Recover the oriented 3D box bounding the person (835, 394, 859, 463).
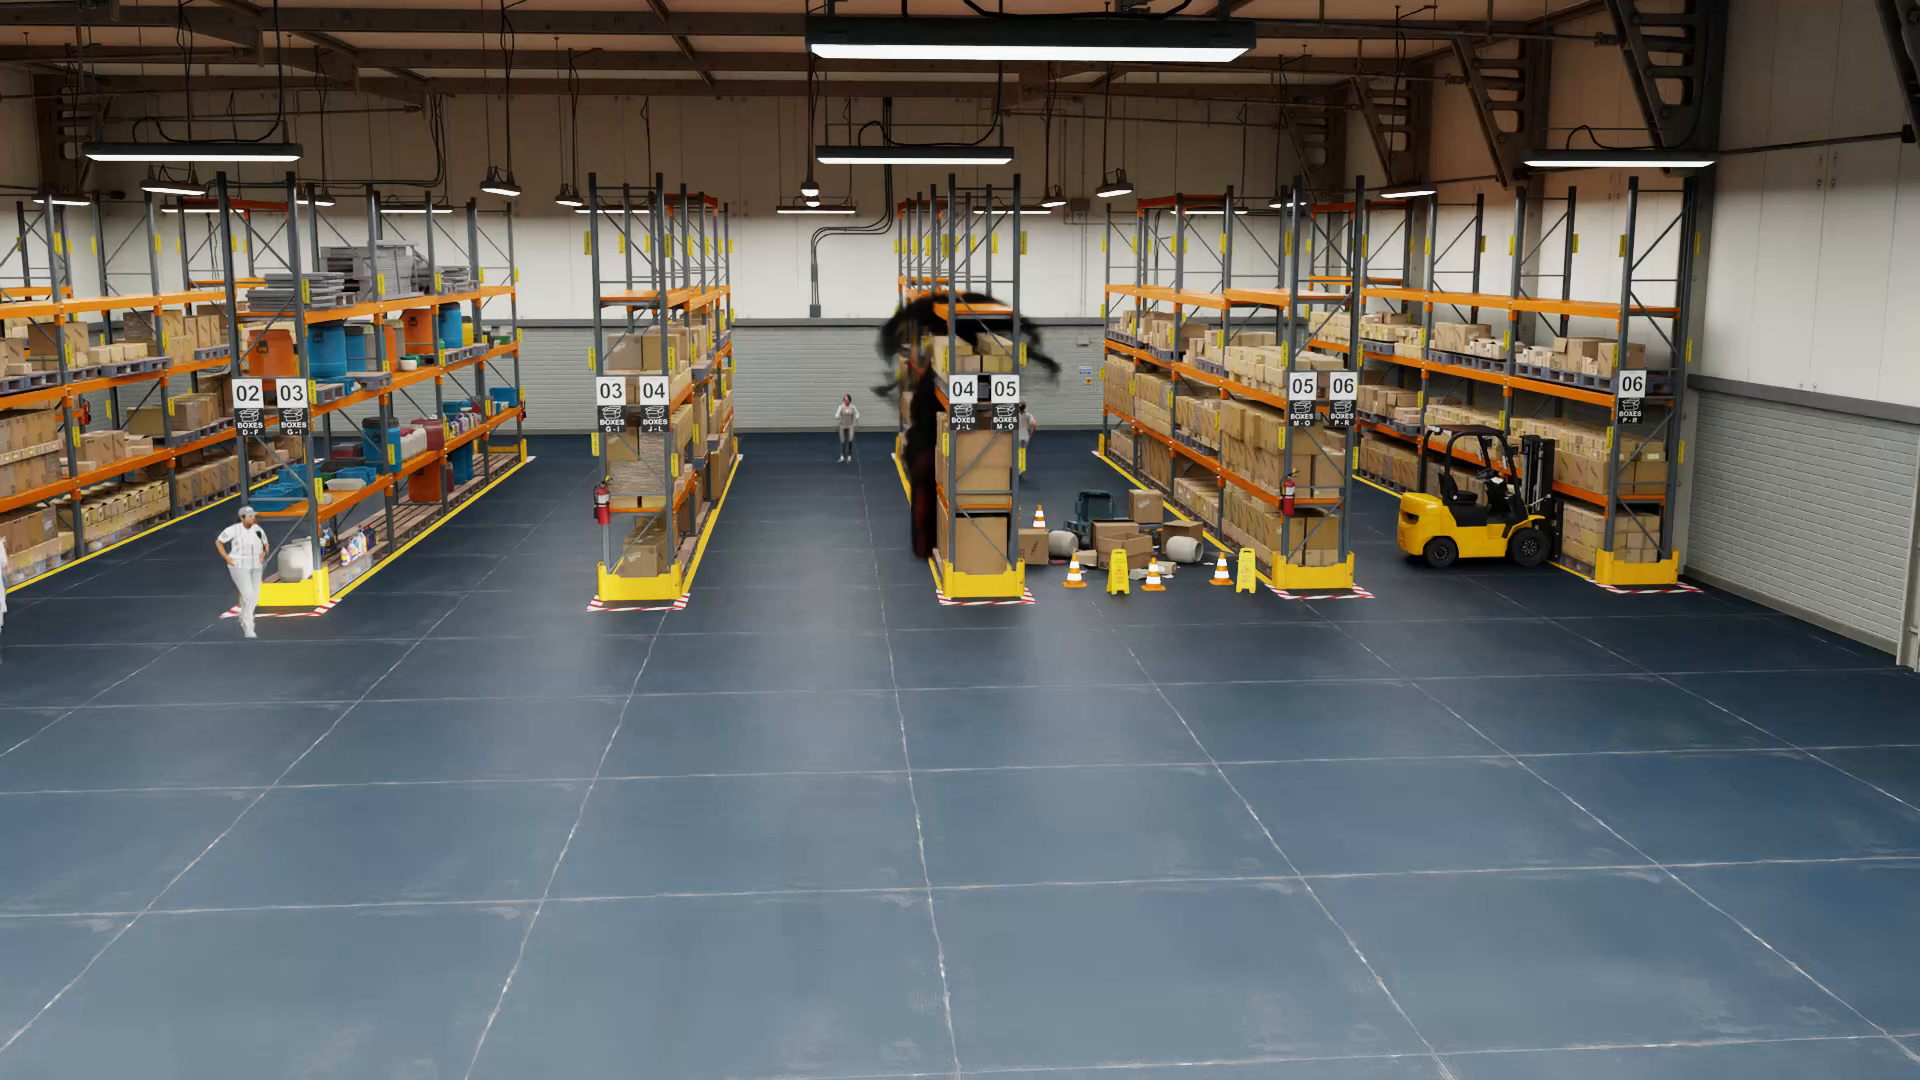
[{"bbox_3d":[-2.636,-2.598,38.862,0.555,1.605,0.592,0,10,0],"label":"person"}]

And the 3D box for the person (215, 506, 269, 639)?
[{"bbox_3d":[-9.316,0.402,21.746,0.721,1.704,0.610,8,13,37],"label":"person"}]

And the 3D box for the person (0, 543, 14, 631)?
[{"bbox_3d":[-11.720,0.644,20.038,0.695,1.741,0.706,4,11,20],"label":"person"}]

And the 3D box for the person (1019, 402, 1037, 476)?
[{"bbox_3d":[1.365,-2.183,36.475,0.597,1.594,0.771,-2,10,-12],"label":"person"}]
